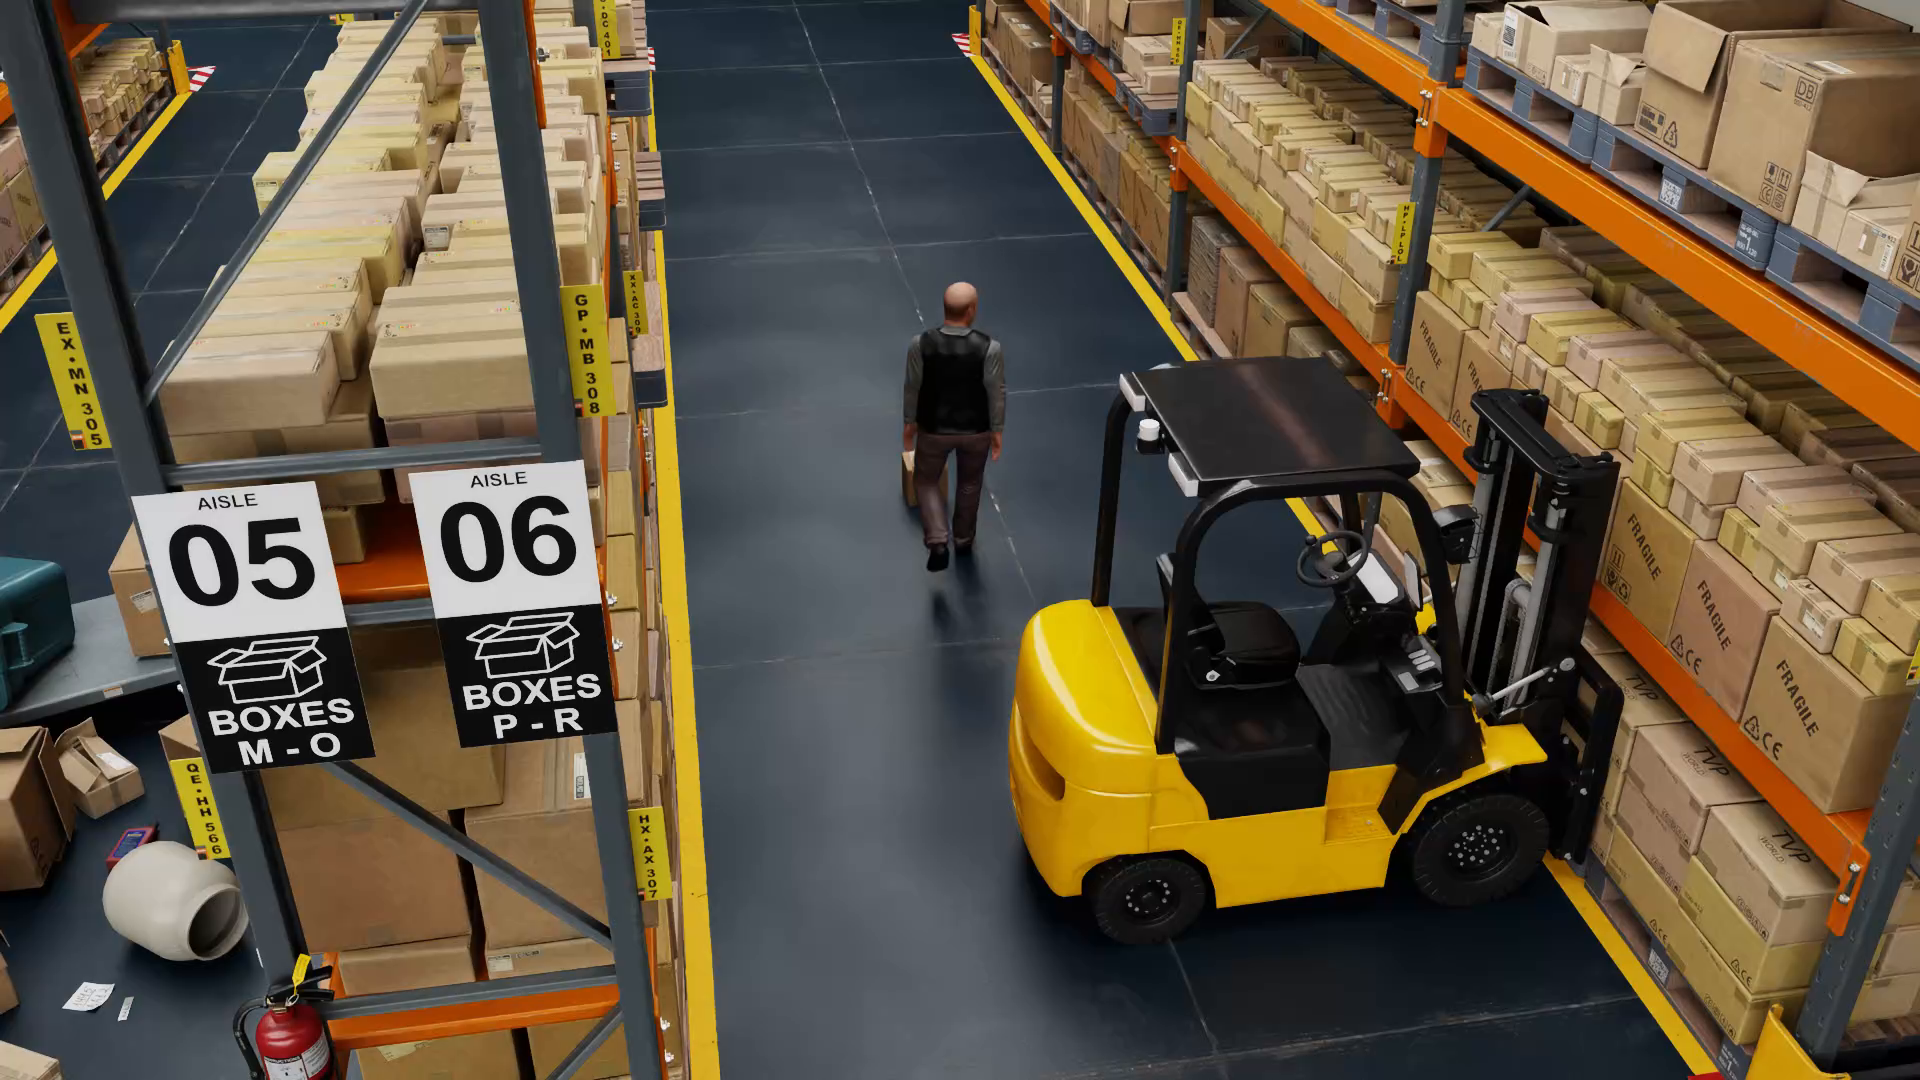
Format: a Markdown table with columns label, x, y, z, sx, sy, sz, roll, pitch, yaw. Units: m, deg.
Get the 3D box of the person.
| label | x | y | z | sx | sy | sz | roll | pitch | yaw |
| --- | --- | --- | --- | --- | --- | --- | --- | --- | --- |
| person | -0.034 | -0.609 | 9.187 | 0.568 | 1.708 | 0.759 | 0 | 30 | 0 |
